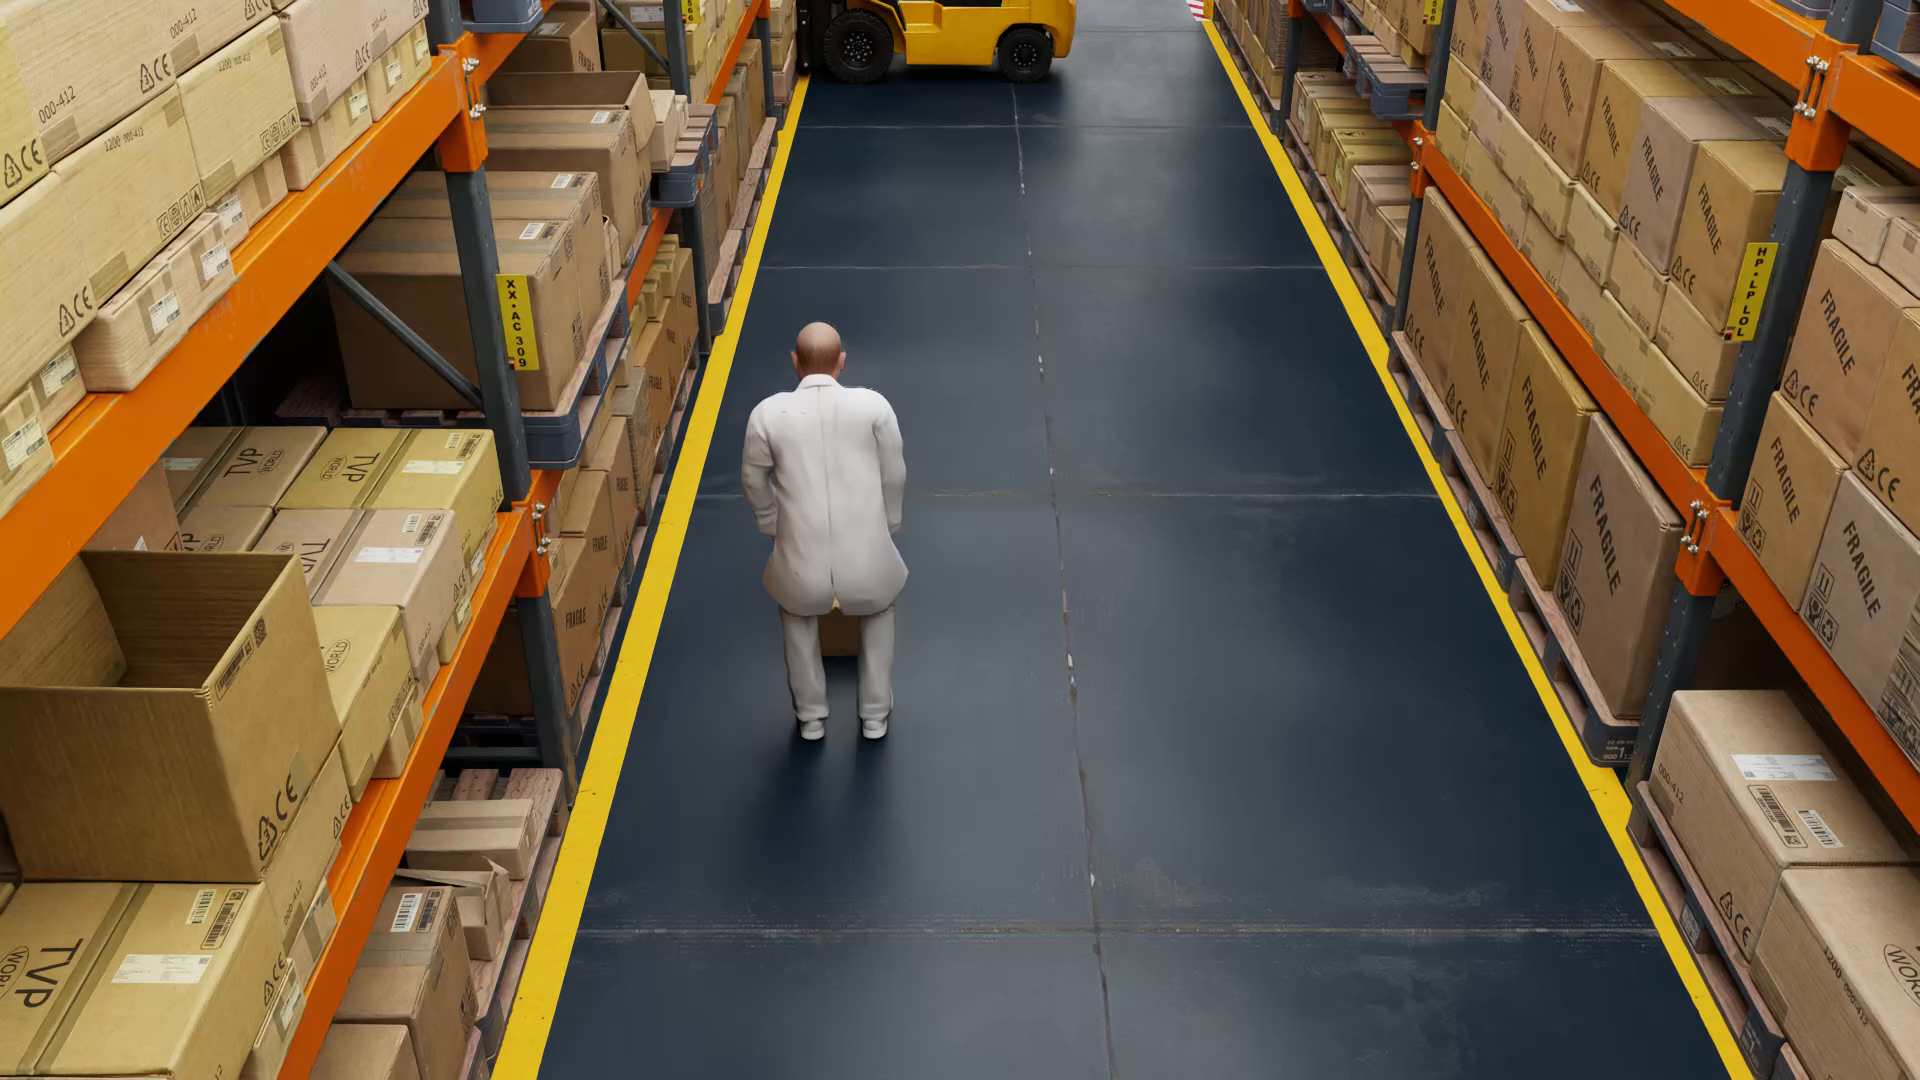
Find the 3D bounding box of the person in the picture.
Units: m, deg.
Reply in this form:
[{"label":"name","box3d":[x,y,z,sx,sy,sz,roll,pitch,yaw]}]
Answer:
[{"label":"person","box3d":[-0.505,0.001,6.295,0.617,1.634,0.543,0,31,-1]}]
